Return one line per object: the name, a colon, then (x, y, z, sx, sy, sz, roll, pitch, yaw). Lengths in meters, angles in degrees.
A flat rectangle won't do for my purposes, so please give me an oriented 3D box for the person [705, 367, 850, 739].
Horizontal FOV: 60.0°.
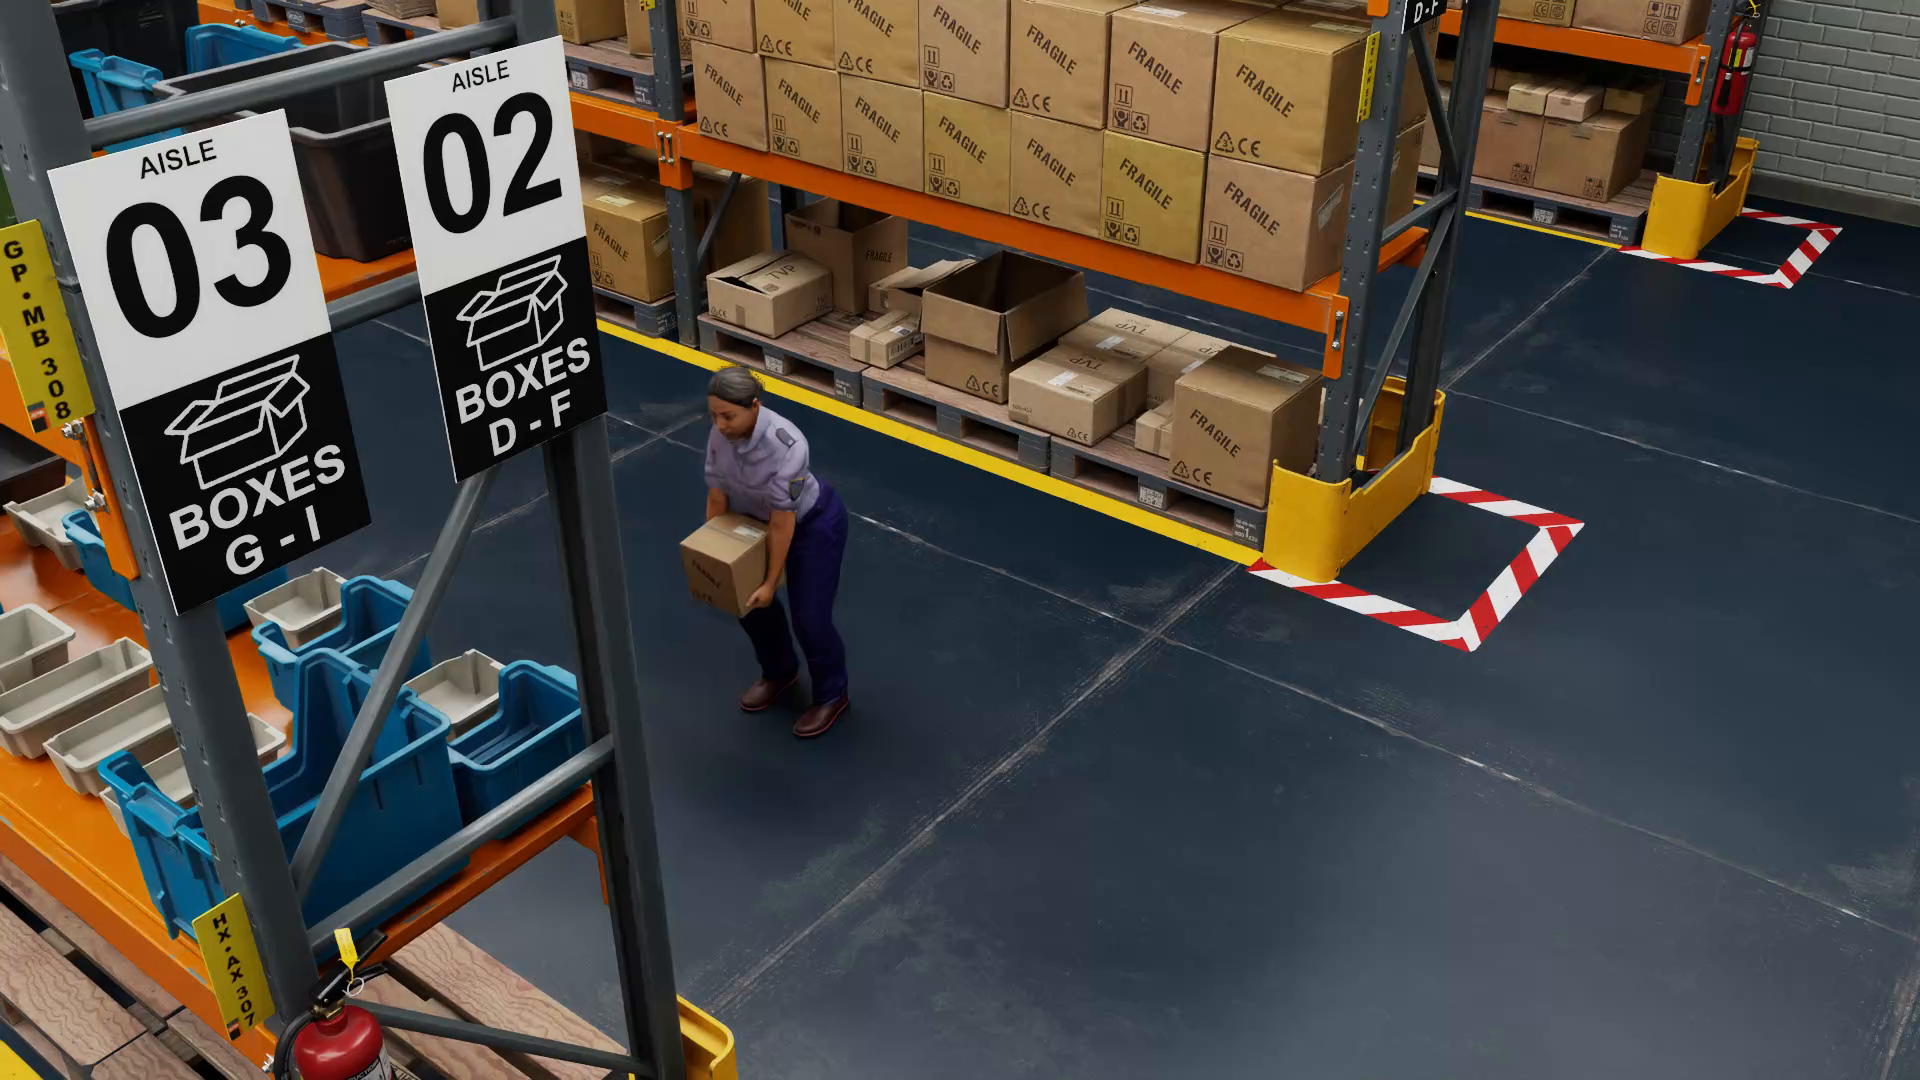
person: (-0.697, 0.023, 6.185, 0.439, 1.580, 0.581, 21, 37, 30)
